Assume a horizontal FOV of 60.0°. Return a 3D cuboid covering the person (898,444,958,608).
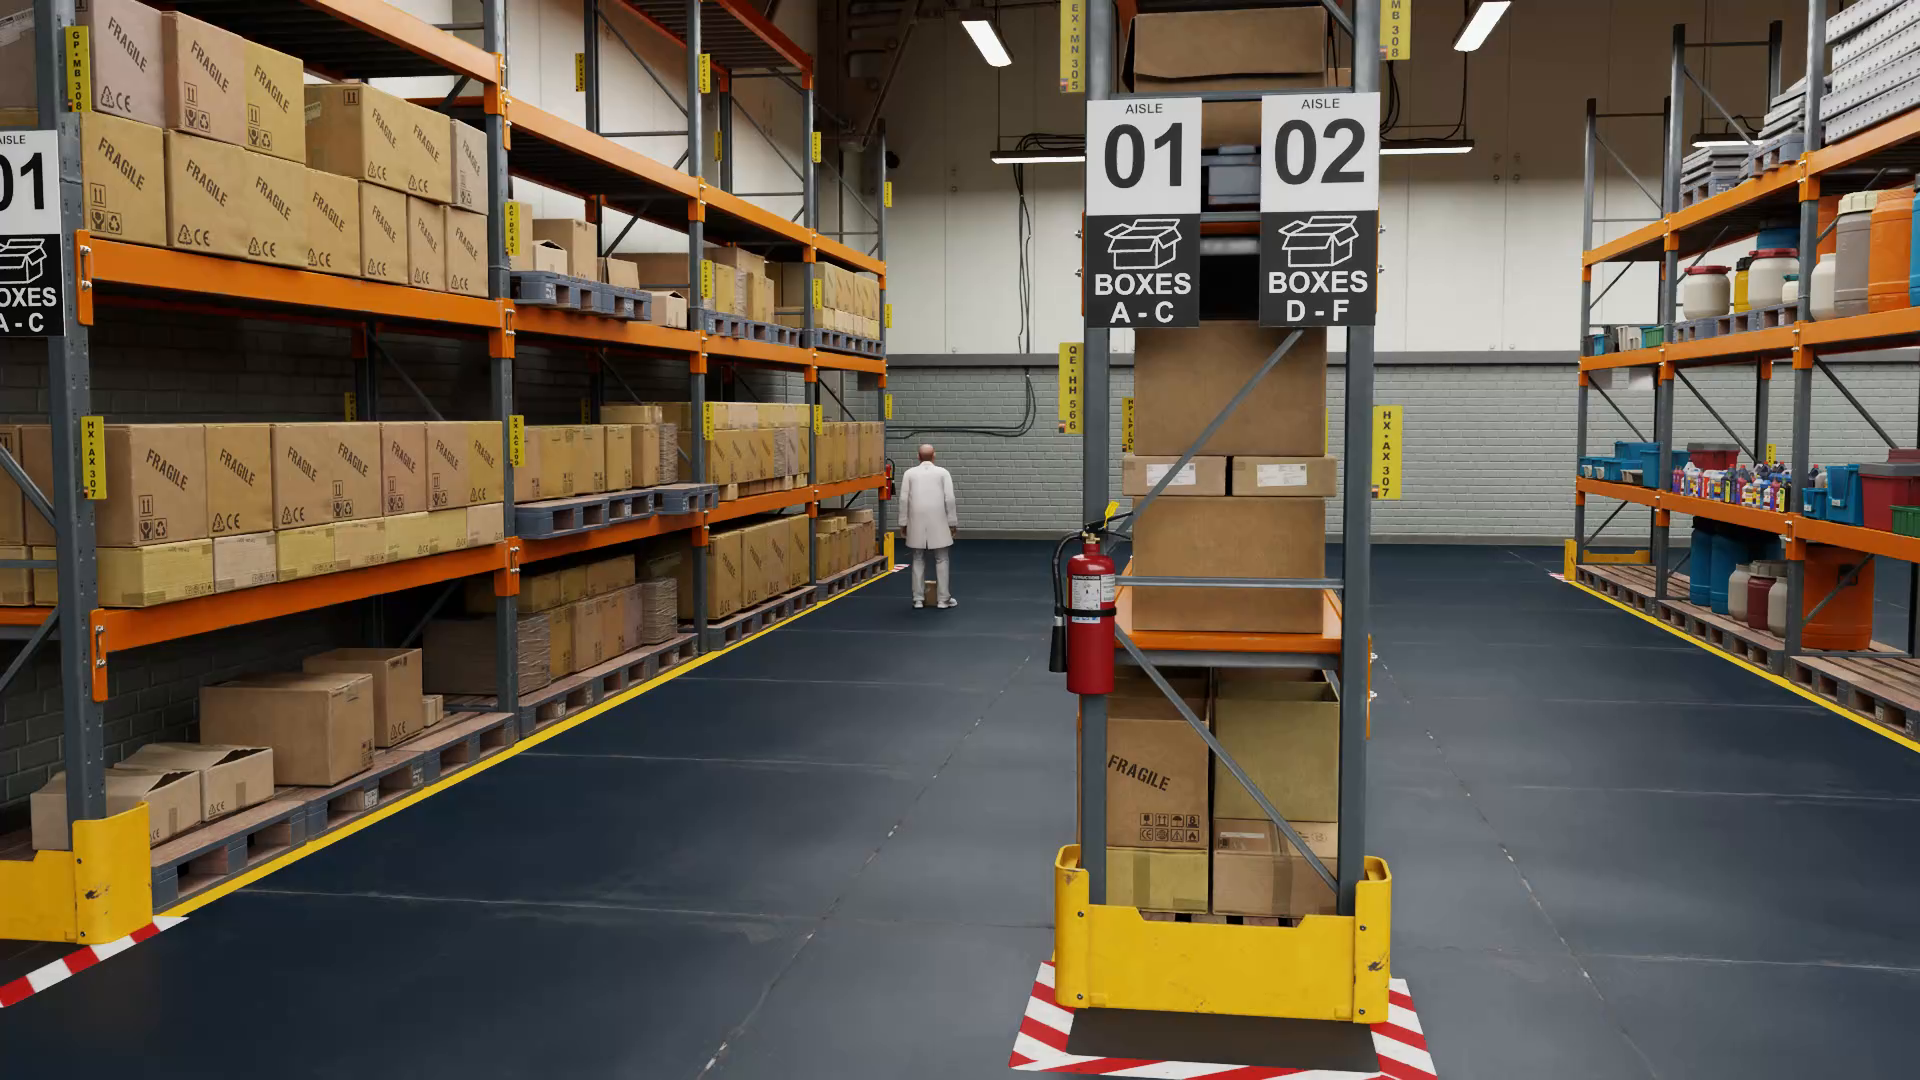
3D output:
[{"bbox_3d":[-0.348,-0.153,18.088,0.655,1.774,0.416,1,4,7],"label":"person"}]
